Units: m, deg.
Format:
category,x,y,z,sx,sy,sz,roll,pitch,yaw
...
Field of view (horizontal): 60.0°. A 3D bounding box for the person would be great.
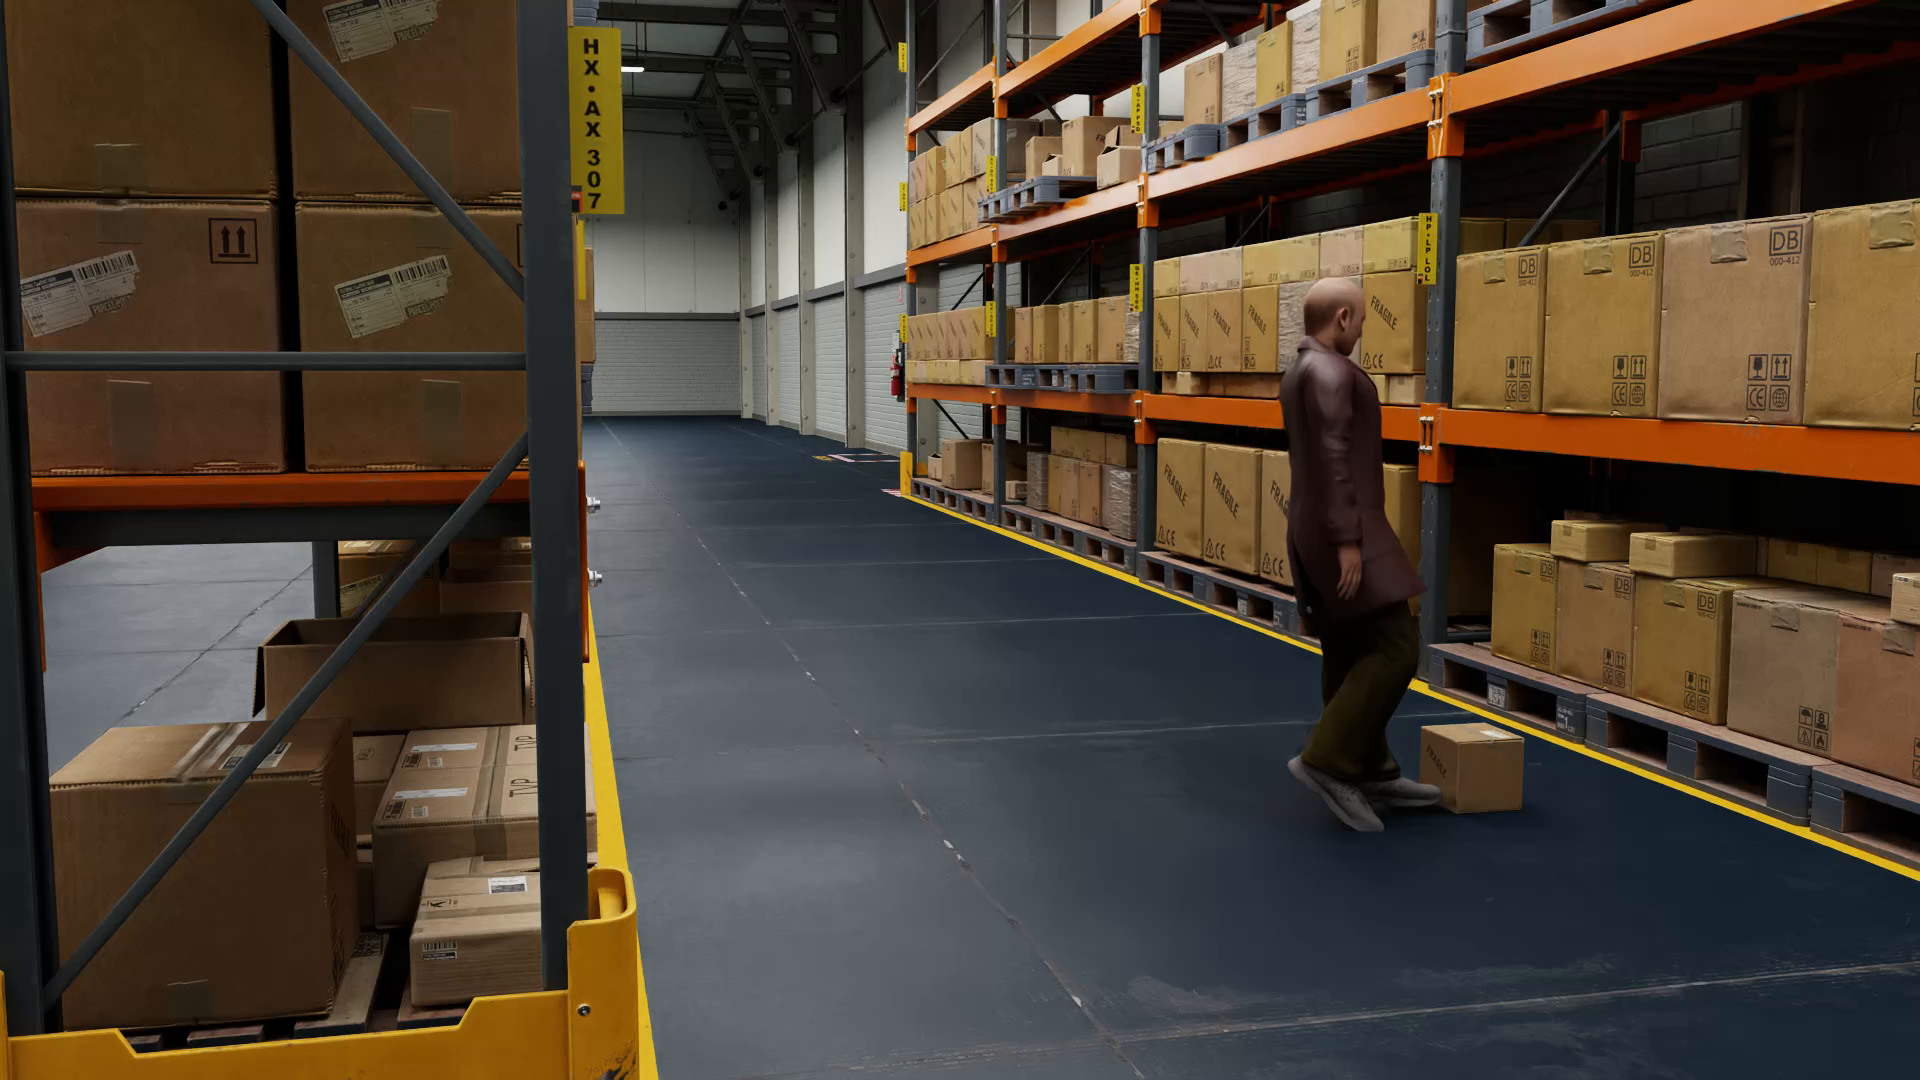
category,x,y,z,sx,sy,sz,roll,pitch,yaw
person,1.356,0.136,5.539,0.563,1.622,0.629,0,6,-2
